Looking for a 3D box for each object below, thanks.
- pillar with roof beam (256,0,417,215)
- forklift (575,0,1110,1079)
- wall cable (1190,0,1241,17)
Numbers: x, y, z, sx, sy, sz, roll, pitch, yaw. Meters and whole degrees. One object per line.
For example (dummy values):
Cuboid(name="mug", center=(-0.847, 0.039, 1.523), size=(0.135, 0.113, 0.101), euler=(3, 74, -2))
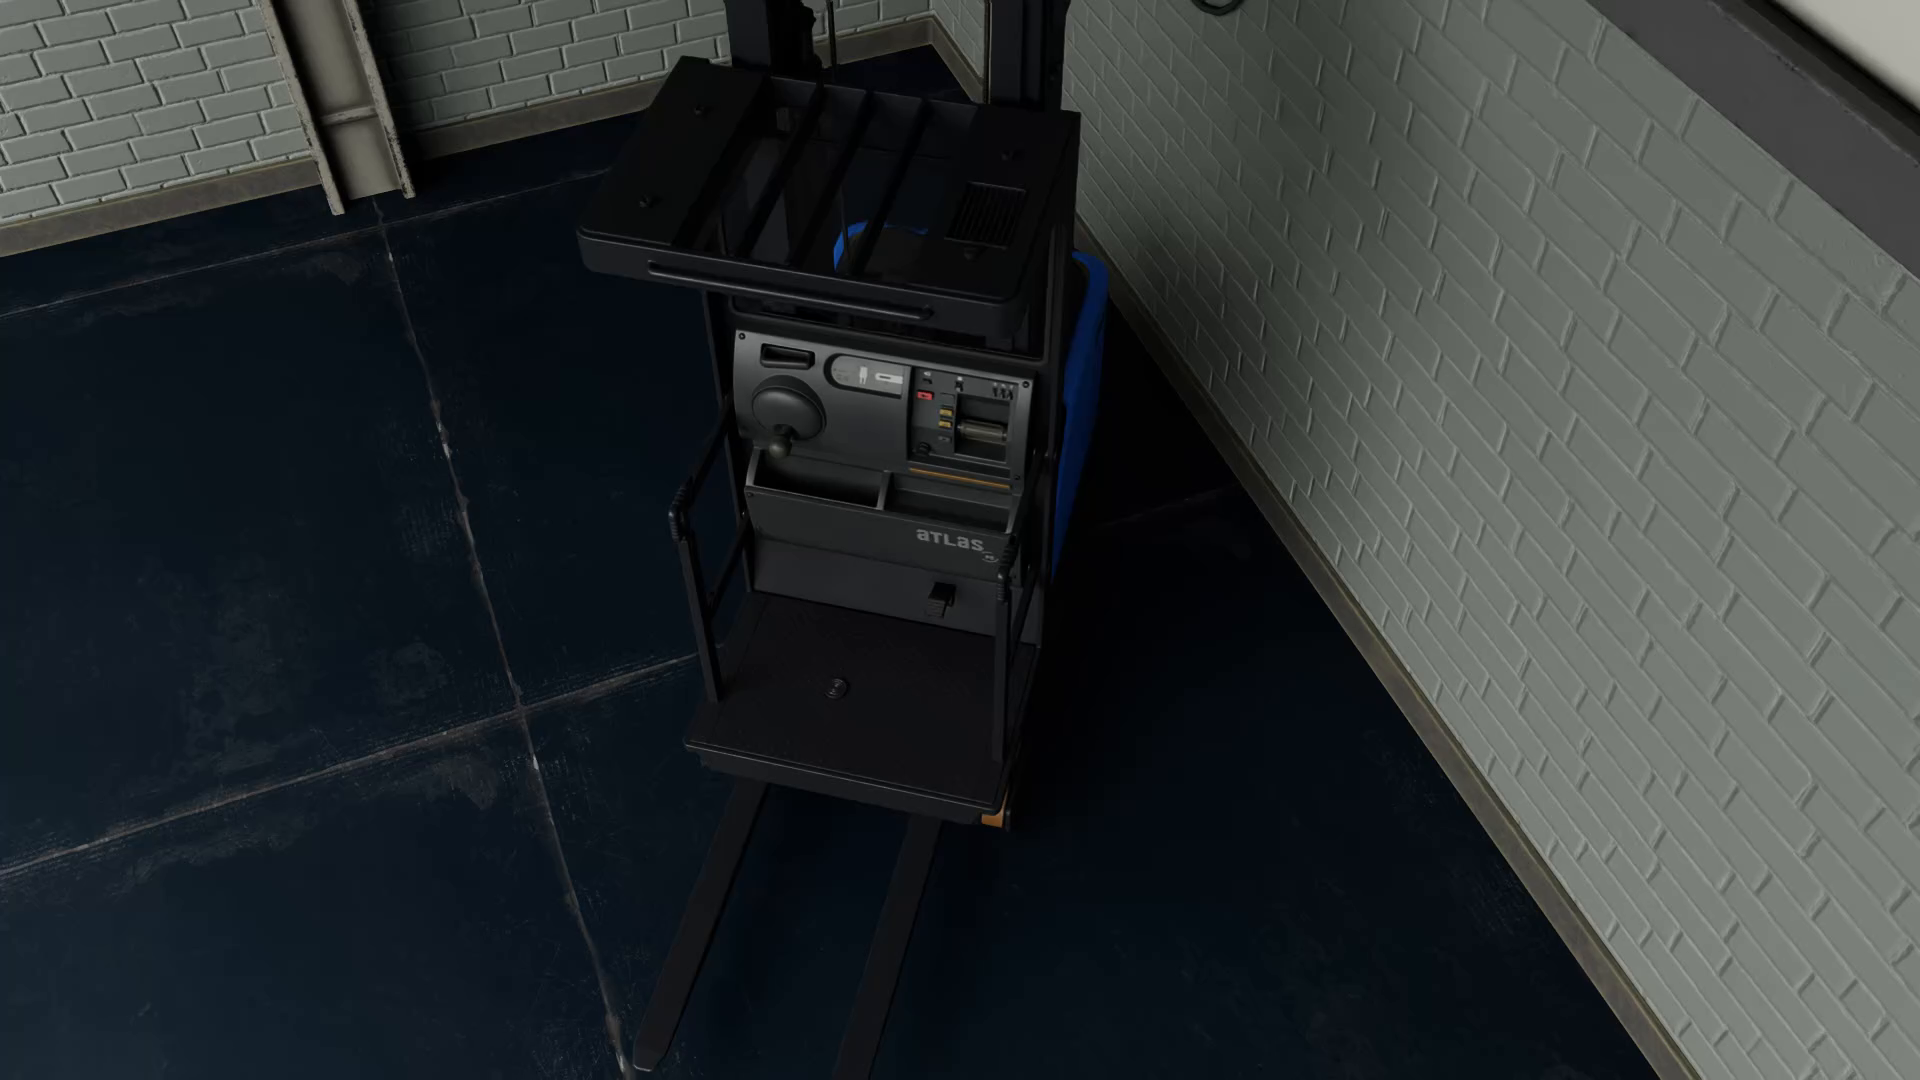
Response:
Cuboid(name="pillar with roof beam", center=(-1.230, -1.618, 2.049), size=(0.400, 9.000, 9.100), euler=(-17, 52, -14))
Cuboid(name="forklift", center=(-0.288, -0.295, 4.912), size=(1.130, 2.935, 3.031), euler=(11, 50, 9))
Cuboid(name="wall cable", center=(0.369, -3.546, 5.751), size=(0.112, 2.526, 3.097), euler=(-17, 52, -14))
